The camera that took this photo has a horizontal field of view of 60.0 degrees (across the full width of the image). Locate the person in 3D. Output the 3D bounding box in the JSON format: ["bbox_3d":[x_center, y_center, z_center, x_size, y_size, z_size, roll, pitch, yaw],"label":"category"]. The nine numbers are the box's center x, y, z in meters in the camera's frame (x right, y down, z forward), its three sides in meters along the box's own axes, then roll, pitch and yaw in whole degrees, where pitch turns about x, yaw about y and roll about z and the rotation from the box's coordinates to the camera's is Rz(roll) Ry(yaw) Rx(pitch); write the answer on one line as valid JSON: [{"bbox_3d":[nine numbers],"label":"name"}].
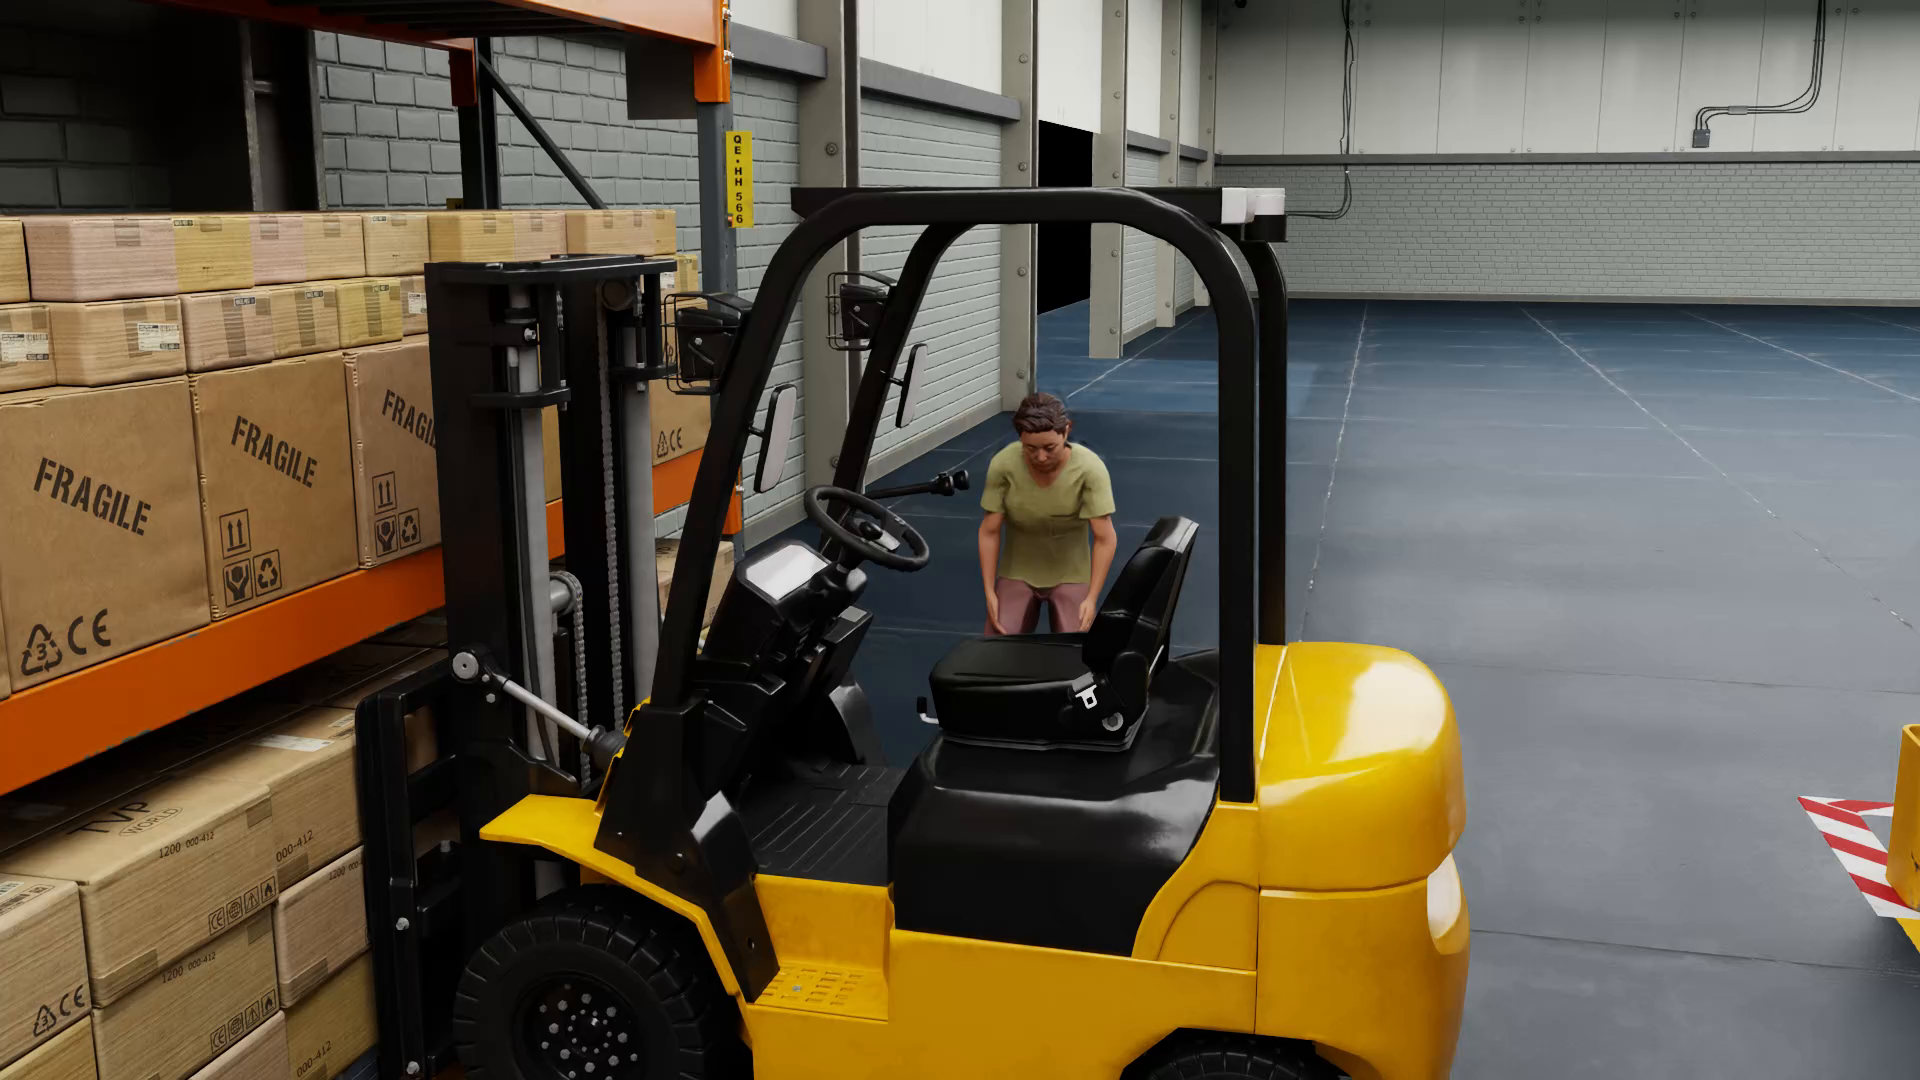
[{"bbox_3d":[0.316,0.191,5.994,0.502,1.493,0.553,3,12,14],"label":"person"}]
